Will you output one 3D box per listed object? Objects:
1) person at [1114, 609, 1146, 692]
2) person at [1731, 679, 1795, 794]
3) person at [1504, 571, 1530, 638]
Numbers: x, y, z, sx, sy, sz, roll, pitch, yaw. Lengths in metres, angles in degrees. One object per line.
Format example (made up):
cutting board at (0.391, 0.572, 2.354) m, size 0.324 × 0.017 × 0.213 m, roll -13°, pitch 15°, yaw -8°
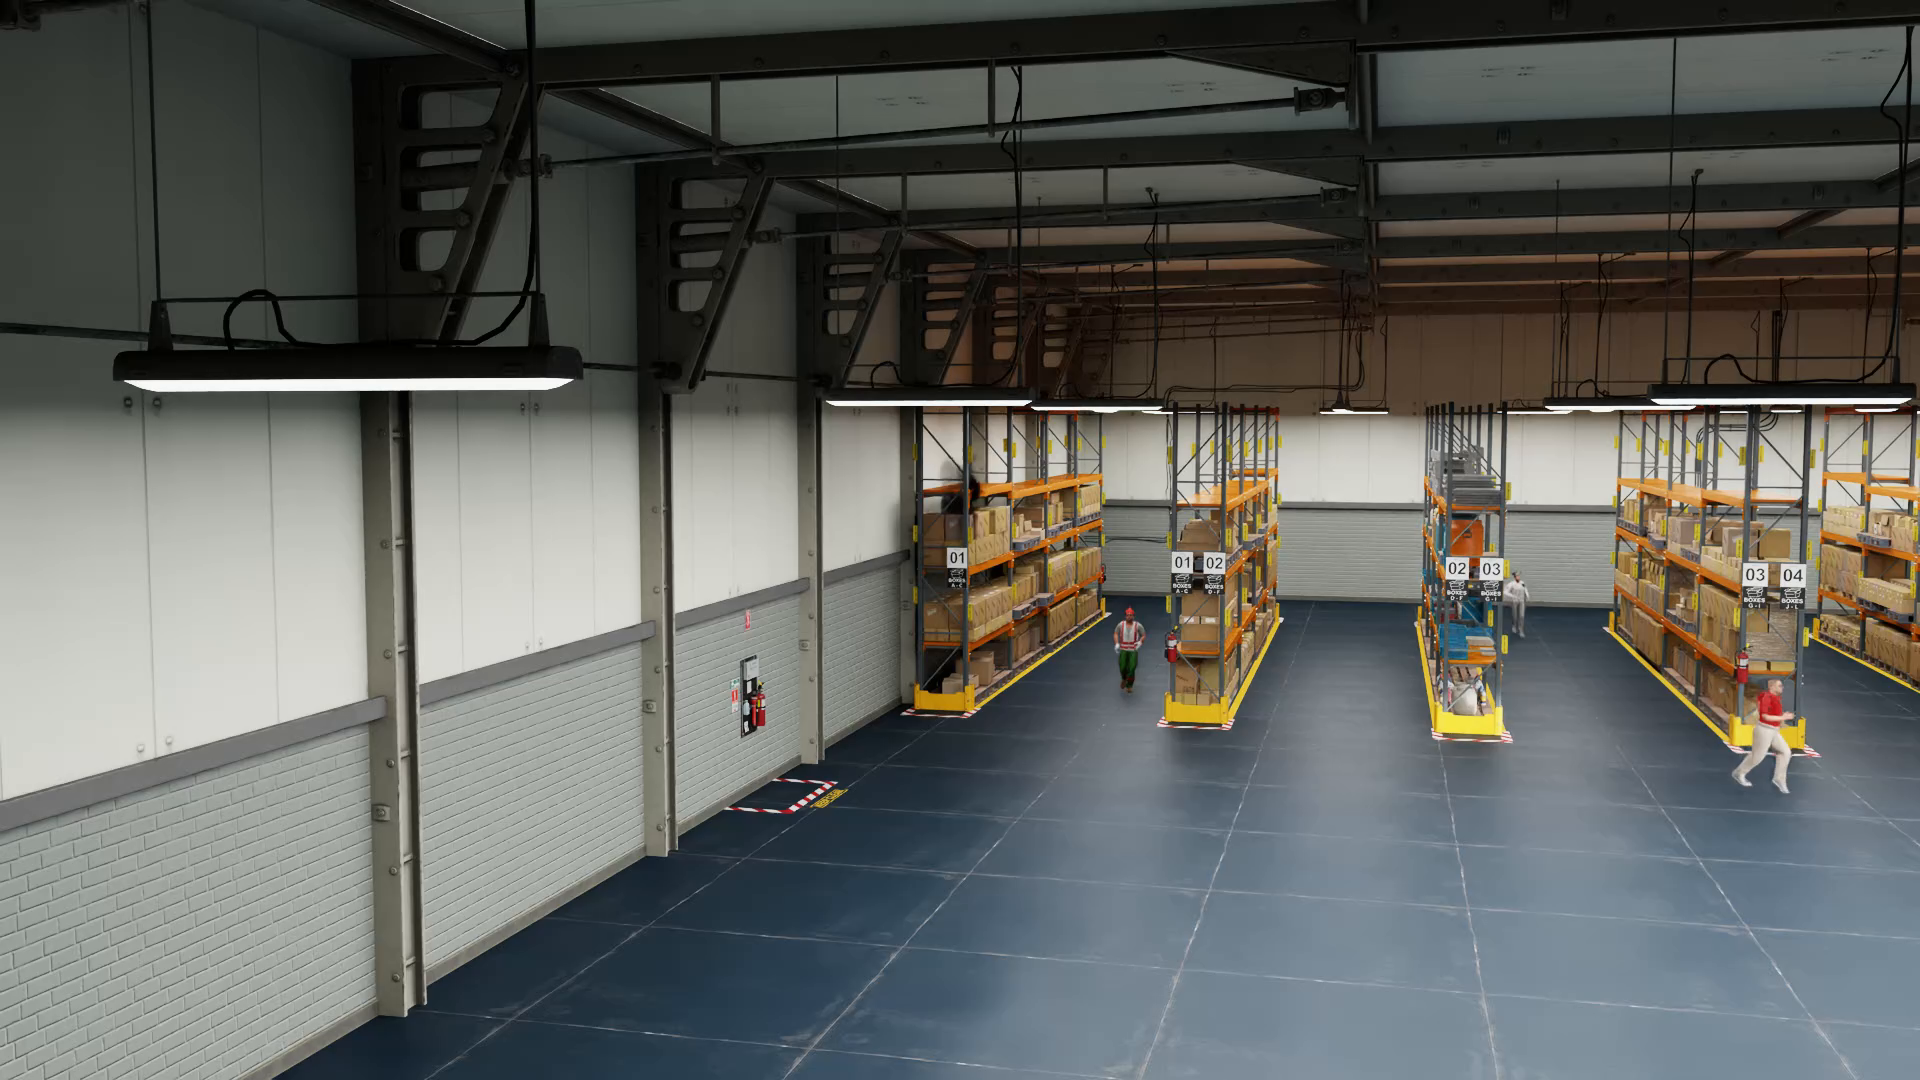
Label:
person at (3.523, 2.296, 34.531) m, size 0.668 × 1.749 × 0.583 m, roll 1°, pitch 4°, yaw 10°
person at (12.317, 2.999, 25.483) m, size 0.883 × 1.784 × 0.687 m, roll 4°, pitch 6°, yaw 40°
person at (14.606, 1.668, 43.622) m, size 0.658 × 1.733 × 0.817 m, roll 0°, pitch 4°, yaw -1°
